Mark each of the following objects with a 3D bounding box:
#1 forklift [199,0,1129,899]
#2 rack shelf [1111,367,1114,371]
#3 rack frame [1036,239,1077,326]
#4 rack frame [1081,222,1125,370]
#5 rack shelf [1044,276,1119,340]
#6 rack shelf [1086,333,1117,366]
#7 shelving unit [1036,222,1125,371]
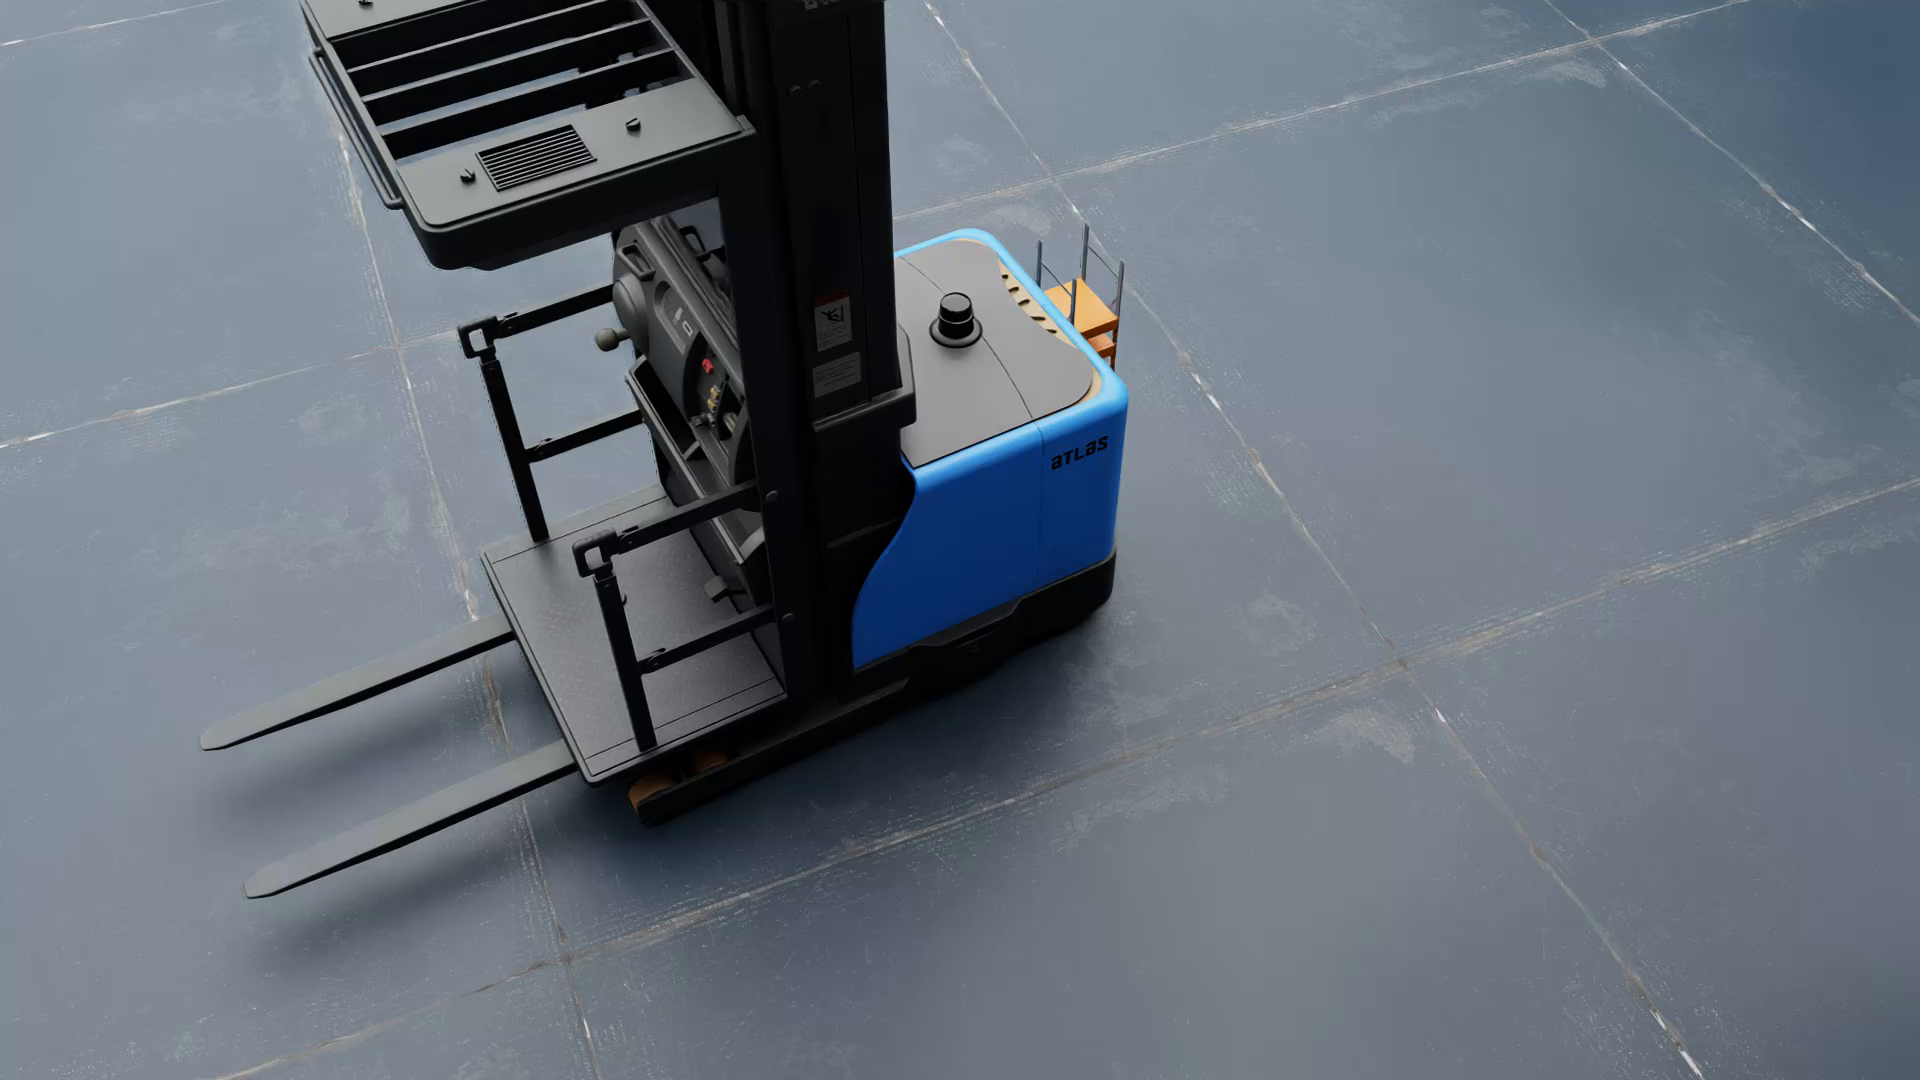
[{"bbox_3d":[-0.990,-0.502,4.749,3.031,2.935,1.130,-23,53,-18],"label":"forklift"},{"bbox_3d":[0.400,-0.612,5.885,0.180,0.103,0.258,-23,53,-18],"label":"rack shelf"},{"bbox_3d":[0.320,-0.529,5.914,0.006,1.200,0.240,-23,53,-18],"label":"rack frame"},{"bbox_3d":[0.480,-0.596,5.971,0.006,1.200,0.240,-23,53,-18],"label":"rack frame"},{"bbox_3d":[0.400,-0.768,5.703,0.180,0.103,0.258,-23,53,-18],"label":"rack shelf"},{"bbox_3d":[0.400,-0.690,5.794,0.180,0.103,0.258,-23,53,-18],"label":"rack shelf"},{"bbox_3d":[0.400,-0.563,5.942,0.189,1.200,0.258,-23,53,-18],"label":"shelving unit"}]
